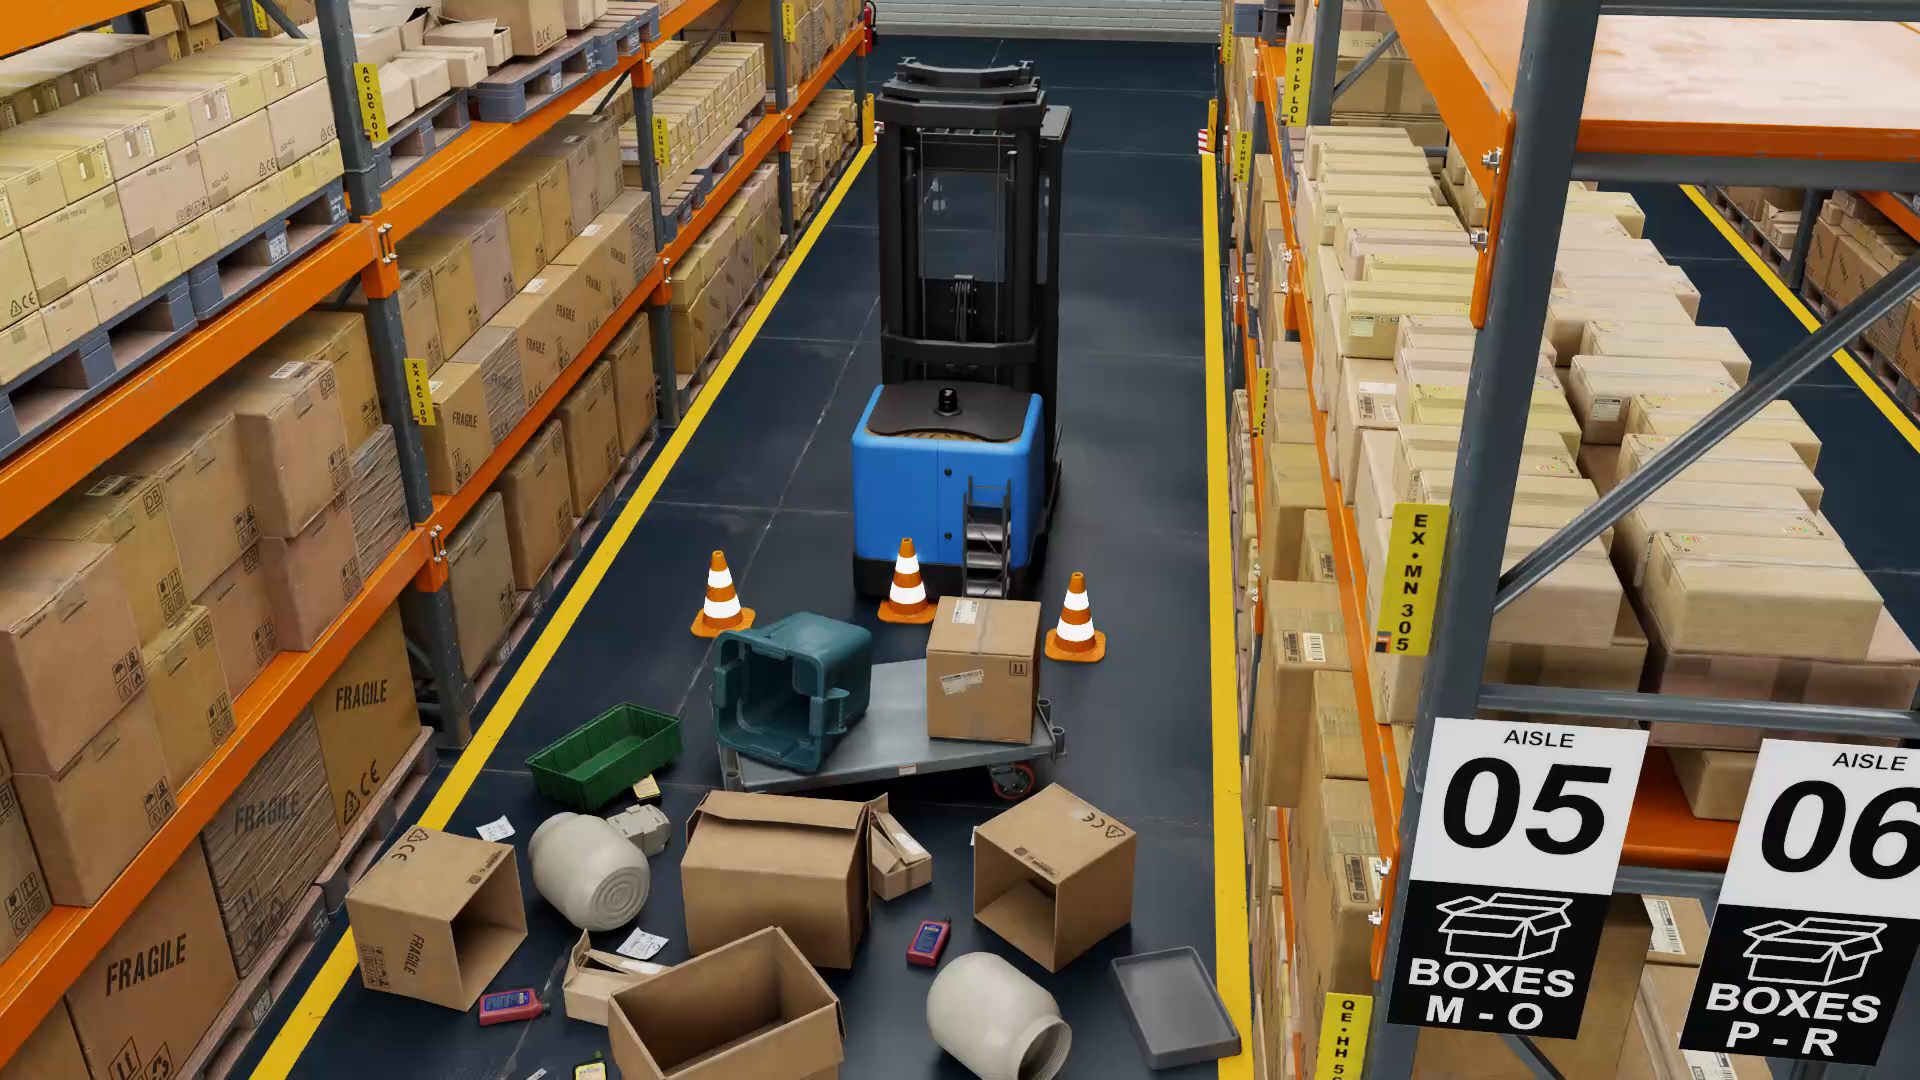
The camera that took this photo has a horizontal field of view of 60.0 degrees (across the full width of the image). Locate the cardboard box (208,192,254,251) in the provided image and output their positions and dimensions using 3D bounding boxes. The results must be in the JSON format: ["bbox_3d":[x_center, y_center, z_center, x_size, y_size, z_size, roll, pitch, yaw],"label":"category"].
[{"bbox_3d":[-2.854,-1.182,6.128,0.380,0.149,0.250,3,29,6],"label":"cardboard box"}]

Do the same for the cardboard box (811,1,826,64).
[{"bbox_3d":[-1.592,-4.922,16.096,0.500,0.500,0.500,3,28,5],"label":"cardboard box"}]

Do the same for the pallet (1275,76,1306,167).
[{"bbox_3d":[2.196,-2.065,8.247,1.213,0.211,1.003,3,28,6],"label":"pallet"}]

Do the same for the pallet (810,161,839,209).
[{"bbox_3d":[-1.860,-3.726,17.236,1.003,0.211,1.213,3,28,6],"label":"pallet"}]

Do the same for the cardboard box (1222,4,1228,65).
[{"bbox_3d":[2.903,-5.059,16.665,0.500,0.500,0.500,3,28,6],"label":"cardboard box"}]

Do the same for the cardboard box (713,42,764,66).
[{"bbox_3d":[-1.910,-4.196,14.362,0.380,0.149,0.250,5,29,9],"label":"cardboard box"}]

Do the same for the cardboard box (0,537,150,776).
[{"bbox_3d":[-3.261,0.355,5.424,0.875,0.550,0.550,3,28,6],"label":"cardboard box"}]

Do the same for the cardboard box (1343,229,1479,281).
[{"bbox_3d":[1.423,-0.869,5.255,0.380,0.149,0.250,3,28,5],"label":"cardboard box"}]

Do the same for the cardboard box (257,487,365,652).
[{"bbox_3d":[-3.113,0.074,7.083,0.875,0.550,0.550,3,28,6],"label":"cardboard box"}]

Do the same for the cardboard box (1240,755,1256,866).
[{"bbox_3d":[1.551,1.234,7.546,0.500,0.250,0.500,2,28,4],"label":"cardboard box"}]

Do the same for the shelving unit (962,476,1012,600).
[{"bbox_3d":[0.150,0.096,9.414,0.258,0.900,0.210,4,28,7],"label":"shelving unit"}]

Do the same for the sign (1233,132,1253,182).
[{"bbox_3d":[1.830,-2.477,10.757,0.100,0.325,0.005,3,28,6],"label":"sign"}]

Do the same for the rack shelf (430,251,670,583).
[{"bbox_3d":[-2.789,-0.919,9.843,1.077,0.370,4.000,3,28,6],"label":"rack shelf"}]

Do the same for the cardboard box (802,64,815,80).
[{"bbox_3d":[-1.621,-4.561,16.110,0.380,0.149,0.250,4,29,7],"label":"cardboard box"}]

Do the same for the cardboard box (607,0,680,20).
[{"bbox_3d":[-2.210,-3.795,11.155,0.500,0.500,0.500,3,28,6],"label":"cardboard box"}]

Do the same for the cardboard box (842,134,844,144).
[{"bbox_3d":[-1.470,-4.366,18.047,0.380,0.149,0.250,3,28,6],"label":"cardboard box"}]

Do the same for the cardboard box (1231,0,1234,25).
[{"bbox_3d":[2.655,-4.542,14.651,0.500,0.500,0.500,3,28,6],"label":"cardboard box"}]

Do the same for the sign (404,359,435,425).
[{"bbox_3d":[-2.483,-0.679,7.643,0.100,0.325,0.005,3,28,6],"label":"sign"}]

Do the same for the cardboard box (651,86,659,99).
[{"bbox_3d":[-2.682,-3.613,13.595,0.380,0.149,0.250,4,29,8],"label":"cardboard box"}]

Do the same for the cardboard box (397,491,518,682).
[{"bbox_3d":[-3.048,0.214,8.911,1.050,0.750,0.750,3,28,6],"label":"cardboard box"}]

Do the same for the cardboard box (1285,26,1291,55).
[{"bbox_3d":[2.174,-3.008,10.066,0.380,0.149,0.250,3,28,6],"label":"cardboard box"}]

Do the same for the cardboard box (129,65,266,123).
[{"bbox_3d":[-2.825,-1.656,6.167,0.380,0.149,0.250,3,28,6],"label":"cardboard box"}]

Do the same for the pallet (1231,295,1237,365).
[{"bbox_3d":[2.704,-1.649,13.380,1.003,0.211,1.213,3,28,6],"label":"pallet"}]

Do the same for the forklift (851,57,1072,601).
[{"bbox_3d":[0.090,-1.586,10.396,1.130,2.935,3.031,4,29,7],"label":"forklift"}]

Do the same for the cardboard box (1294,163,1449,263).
[{"bbox_3d":[1.565,-1.248,6.378,0.500,0.250,0.500,3,28,5],"label":"cardboard box"}]

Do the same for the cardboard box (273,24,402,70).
[{"bbox_3d":[-3.101,-2.372,8.229,0.500,0.250,0.500,3,28,6],"label":"cardboard box"}]

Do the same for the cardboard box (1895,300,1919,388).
[{"bbox_3d":[7.279,-1.428,12.222,0.500,0.500,0.500,5,29,8],"label":"cardboard box"}]

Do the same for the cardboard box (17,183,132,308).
[{"bbox_3d":[-3.026,-0.951,5.278,0.500,0.250,0.500,3,28,6],"label":"cardboard box"}]

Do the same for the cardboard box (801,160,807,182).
[{"bbox_3d":[-1.720,-3.641,16.387,0.380,0.149,0.250,2,28,4],"label":"cardboard box"}]

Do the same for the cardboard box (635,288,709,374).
[{"bbox_3d":[-2.204,-1.580,12.504,0.500,0.500,0.500,2,28,4],"label":"cardboard box"}]

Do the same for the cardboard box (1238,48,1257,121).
[{"bbox_3d":[2.376,-3.393,12.517,0.500,0.500,0.500,3,28,5],"label":"cardboard box"}]

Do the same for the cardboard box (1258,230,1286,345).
[{"bbox_3d":[1.912,-1.367,9.056,0.500,0.500,0.500,2,28,4],"label":"cardboard box"}]

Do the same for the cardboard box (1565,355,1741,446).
[{"bbox_3d":[1.794,-0.357,4.304,0.380,0.149,0.250,3,28,6],"label":"cardboard box"}]

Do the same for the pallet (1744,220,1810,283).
[{"bbox_3d":[7.883,-2.629,15.199,1.003,0.211,1.213,3,28,6],"label":"pallet"}]

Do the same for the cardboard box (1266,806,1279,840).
[{"bbox_3d":[1.384,1.042,6.427,0.380,0.149,0.250,5,29,9],"label":"cardboard box"}]

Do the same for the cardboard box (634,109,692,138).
[{"bbox_3d":[-2.198,-3.086,12.302,0.380,0.149,0.250,2,28,4],"label":"cardboard box"}]

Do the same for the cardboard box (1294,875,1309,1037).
[{"bbox_3d":[1.260,1.147,4.831,0.500,0.500,0.500,3,29,6],"label":"cardboard box"}]

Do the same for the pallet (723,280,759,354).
[{"bbox_3d":[-2.295,-1.890,13.827,1.003,0.211,1.213,3,28,6],"label":"pallet"}]

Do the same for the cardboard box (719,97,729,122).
[{"bbox_3d":[-2.065,-3.446,13.284,0.380,0.149,0.250,3,29,6],"label":"cardboard box"}]

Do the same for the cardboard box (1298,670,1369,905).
[{"bbox_3d":[1.316,0.723,4.565,0.700,0.500,0.500,4,29,7],"label":"cardboard box"}]

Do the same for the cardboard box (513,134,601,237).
[{"bbox_3d":[-2.670,-2.212,10.326,0.700,0.500,0.500,3,28,5],"label":"cardboard box"}]

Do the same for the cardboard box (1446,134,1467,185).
[{"bbox_3d":[2.069,-1.453,6.338,0.380,0.149,0.250,4,29,7],"label":"cardboard box"}]

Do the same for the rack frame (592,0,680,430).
[{"bbox_3d":[-2.544,-2.177,11.420,1.000,3.000,0.127,3,28,6],"label":"rack frame"}]

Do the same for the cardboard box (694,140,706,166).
[{"bbox_3d":[-2.162,-2.956,12.688,0.380,0.149,0.250,4,29,8],"label":"cardboard box"}]

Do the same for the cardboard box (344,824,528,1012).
[{"bbox_3d":[-2.206,1.596,7.051,0.500,0.500,0.500,8,29,15],"label":"cardboard box"}]

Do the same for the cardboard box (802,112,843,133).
[{"bbox_3d":[-1.443,-4.378,17.442,0.380,0.149,0.250,4,29,8],"label":"cardboard box"}]

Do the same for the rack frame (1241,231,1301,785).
[{"bbox_3d":[1.891,-0.054,7.480,1.000,3.000,0.127,3,28,6],"label":"rack frame"}]

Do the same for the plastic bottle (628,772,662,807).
[{"bbox_3d":[-1.570,1.217,8.218,0.133,0.061,0.283,-11,30,-20],"label":"plastic bottle"}]

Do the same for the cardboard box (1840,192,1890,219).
[{"bbox_3d":[7.505,-2.755,13.689,0.380,0.149,0.250,2,28,4],"label":"cardboard box"}]

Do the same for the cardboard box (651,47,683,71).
[{"bbox_3d":[-2.587,-4.106,14.195,0.380,0.149,0.250,4,29,8],"label":"cardboard box"}]

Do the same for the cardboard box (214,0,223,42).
[{"bbox_3d":[-7.173,-5.023,15.756,0.500,0.500,0.500,4,29,8],"label":"cardboard box"}]

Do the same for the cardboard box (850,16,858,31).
[{"bbox_3d":[-1.323,-5.662,18.154,0.380,0.149,0.250,3,28,6],"label":"cardboard box"}]

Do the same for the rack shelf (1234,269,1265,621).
[{"bbox_3d":[2.136,-0.679,9.398,1.077,0.370,4.000,3,28,6],"label":"rack shelf"}]

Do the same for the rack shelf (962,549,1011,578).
[{"bbox_3d":[0.150,0.126,9.430,0.258,0.077,0.200,4,28,7],"label":"rack shelf"}]
